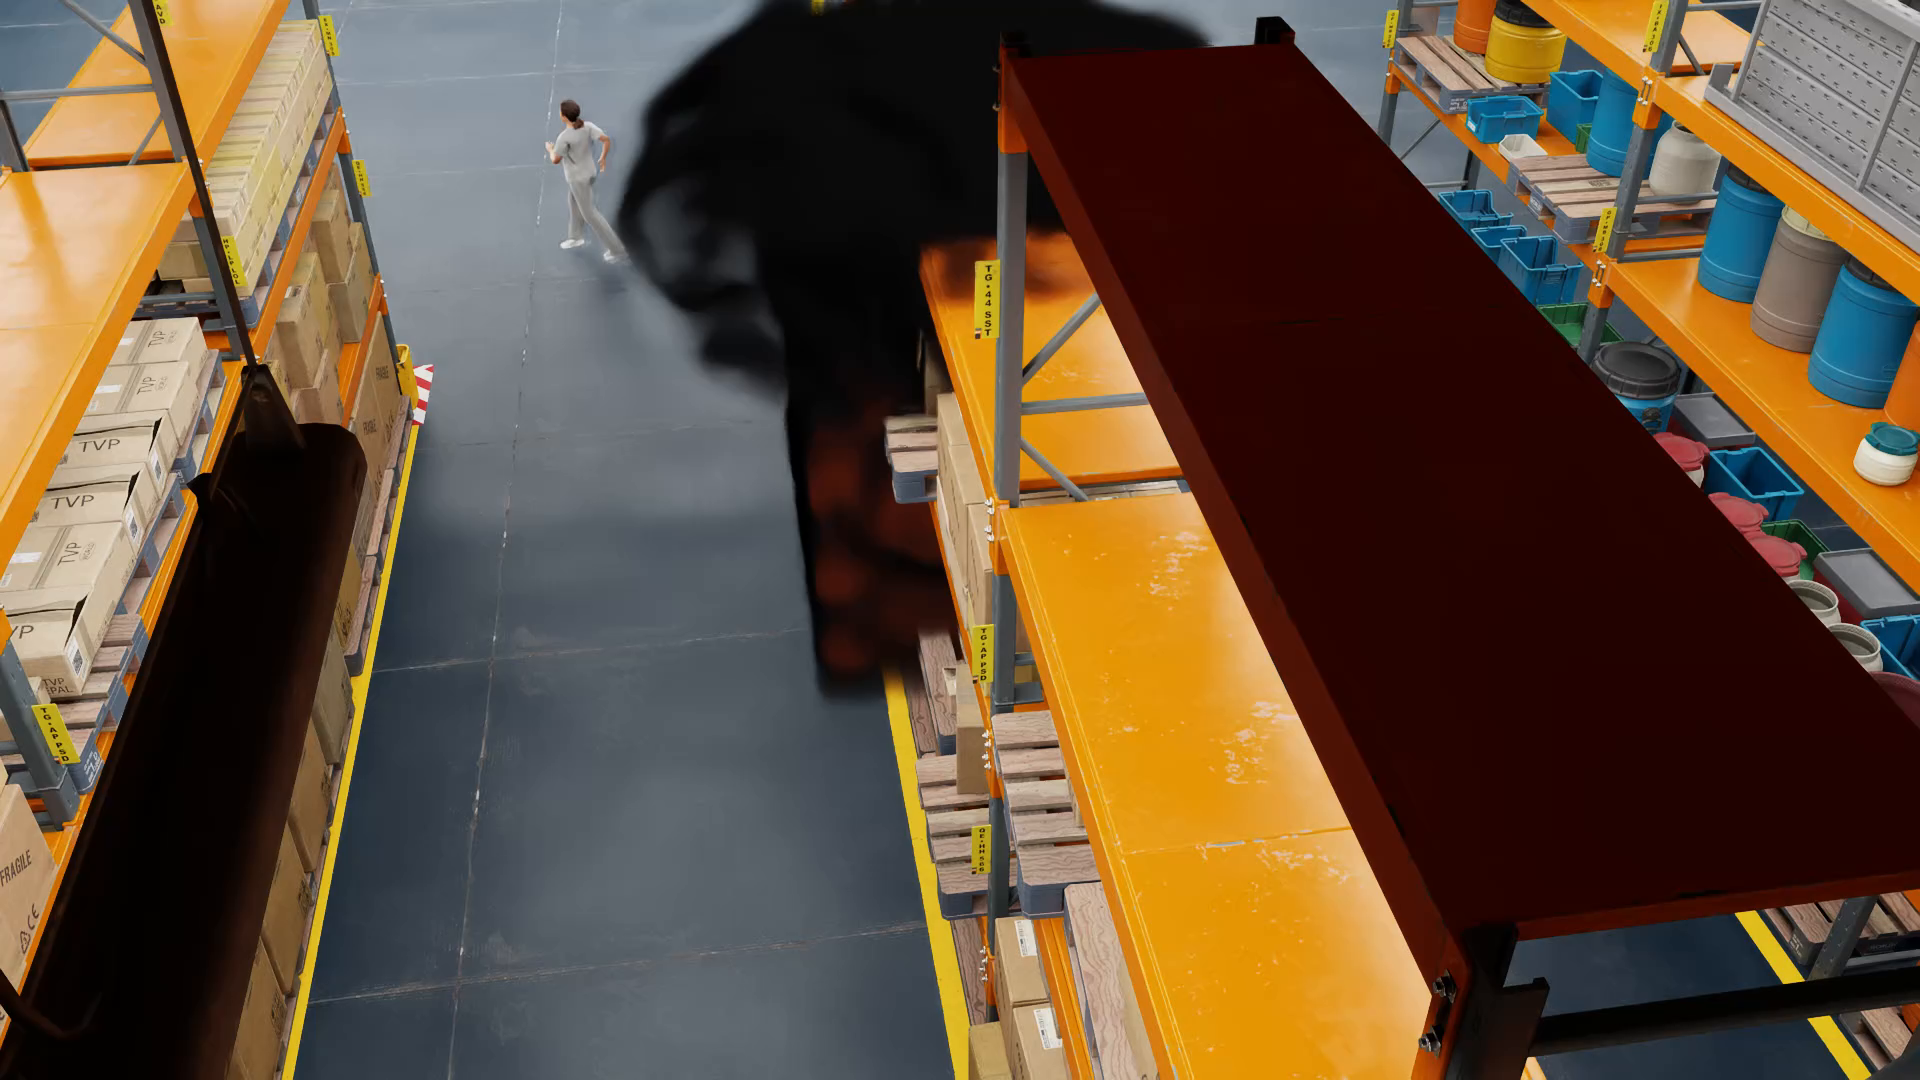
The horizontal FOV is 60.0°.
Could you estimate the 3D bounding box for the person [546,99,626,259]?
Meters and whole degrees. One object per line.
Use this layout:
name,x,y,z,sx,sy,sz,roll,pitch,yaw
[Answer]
person,-3.846,-3.672,17.007,0.910,1.696,0.546,16,39,21
